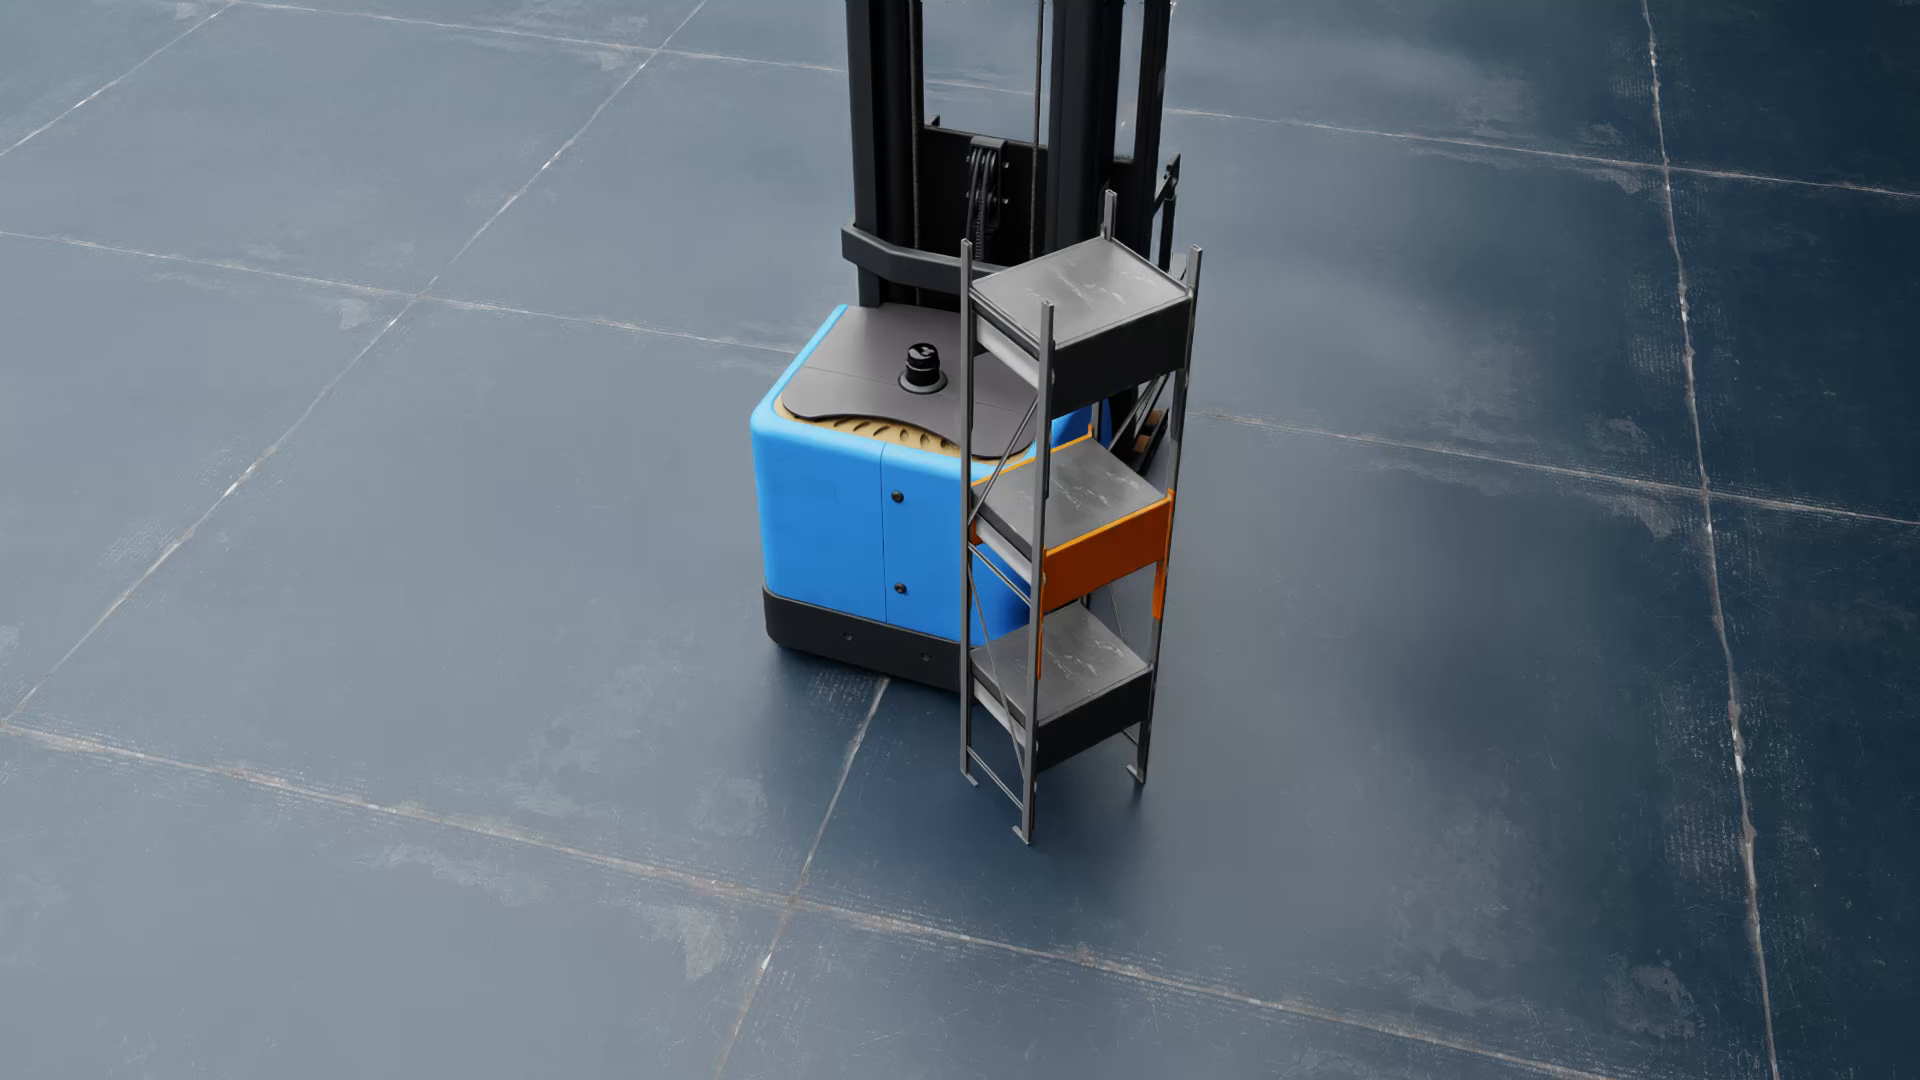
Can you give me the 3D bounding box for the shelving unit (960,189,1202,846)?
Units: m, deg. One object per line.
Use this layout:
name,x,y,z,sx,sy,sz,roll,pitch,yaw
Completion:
shelving unit,0.322,0.019,5.095,0.503,2.100,0.431,-23,45,-25

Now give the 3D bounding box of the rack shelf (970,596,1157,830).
rack shelf,0.322,0.565,5.554,0.480,0.518,0.431,-23,45,-25

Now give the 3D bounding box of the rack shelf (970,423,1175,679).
rack shelf,0.322,0.029,5.104,0.480,0.518,0.431,-23,45,-25

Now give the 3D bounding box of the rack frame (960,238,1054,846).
rack frame,0.119,0.107,4.990,0.015,2.100,0.400,-23,45,-25

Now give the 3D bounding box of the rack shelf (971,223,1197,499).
rack shelf,0.322,-0.507,4.653,0.480,0.518,0.431,-23,45,-25

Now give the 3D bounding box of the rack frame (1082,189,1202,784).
rack frame,0.524,-0.069,5.199,0.015,2.100,0.400,-23,45,-25

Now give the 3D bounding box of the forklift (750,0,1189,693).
forklift,0.264,-1.493,6.249,1.130,2.935,3.031,13,42,16
